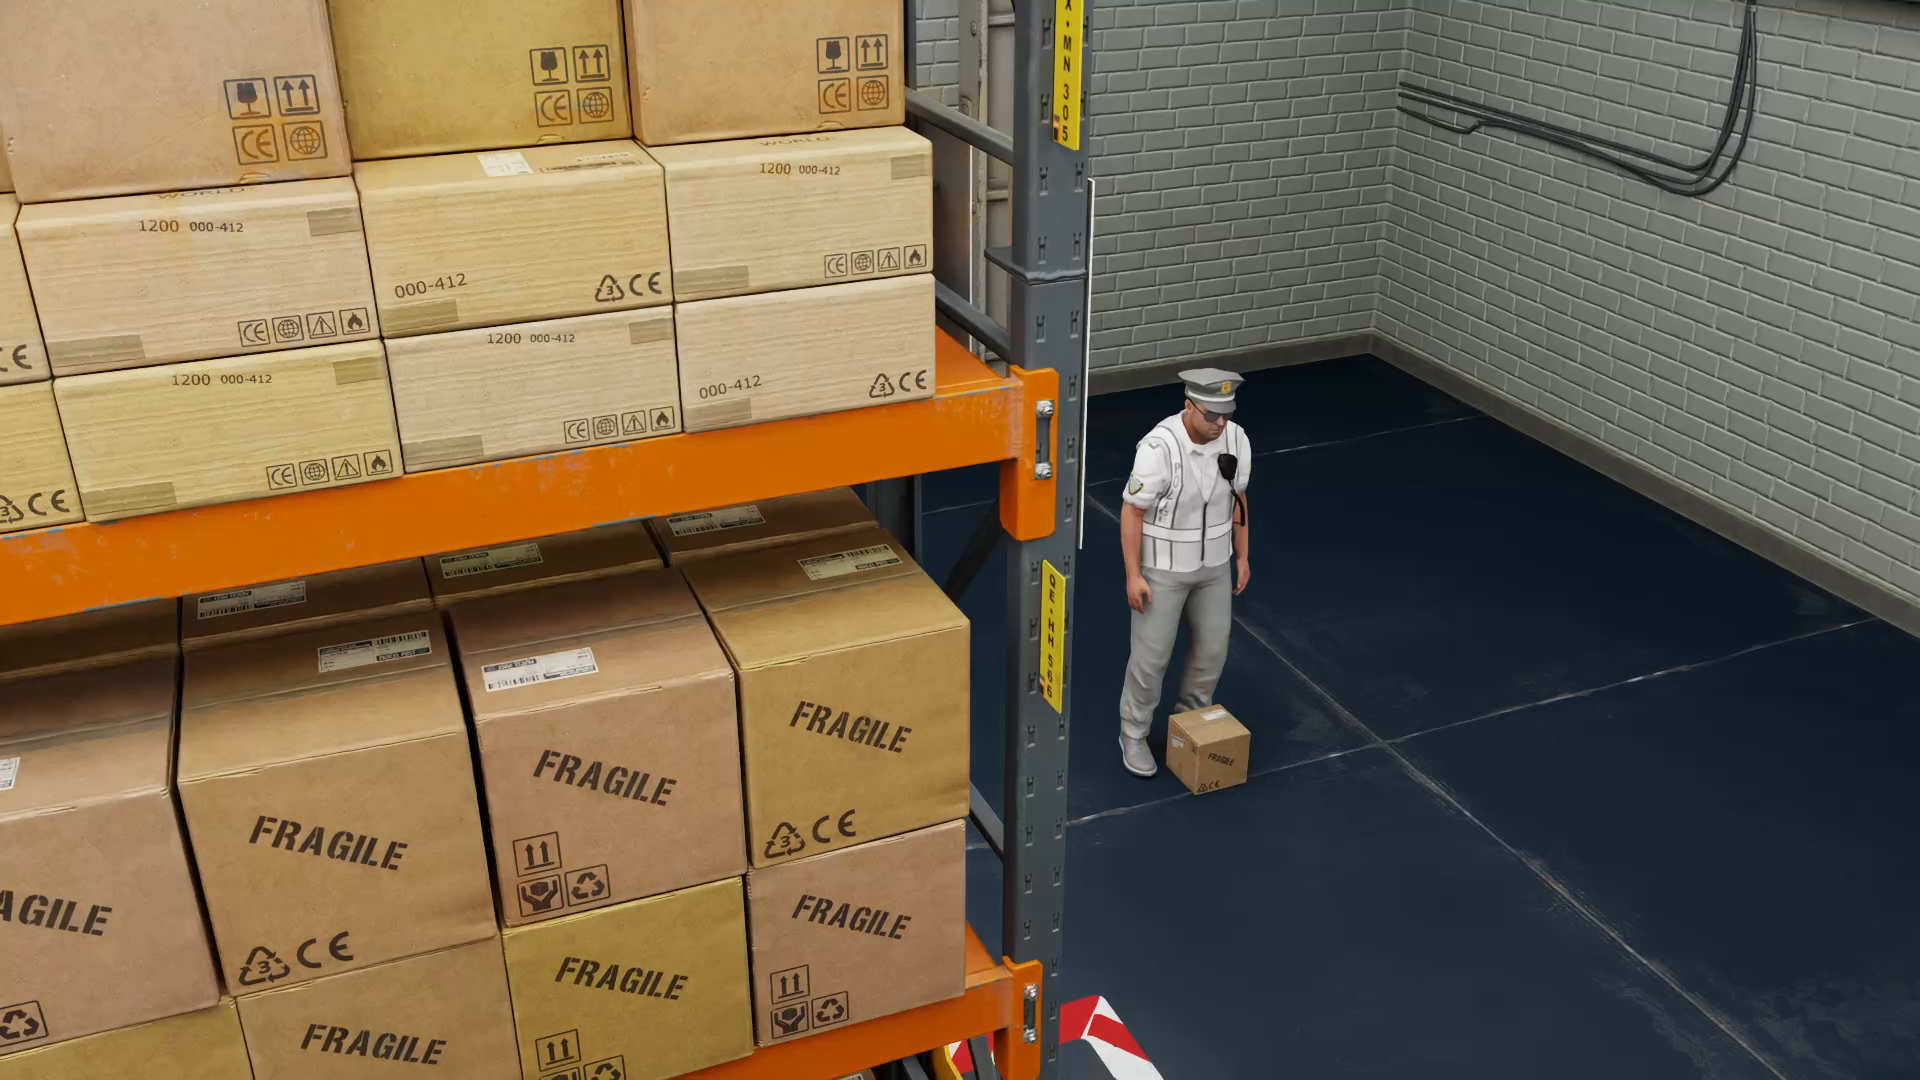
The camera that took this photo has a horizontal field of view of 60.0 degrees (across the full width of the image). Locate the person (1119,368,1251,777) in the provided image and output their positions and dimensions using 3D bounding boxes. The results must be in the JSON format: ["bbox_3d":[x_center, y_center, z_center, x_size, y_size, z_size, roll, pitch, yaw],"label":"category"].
[{"bbox_3d":[0.933,0.104,6.887,0.585,1.749,0.465,-10,28,-20],"label":"person"}]
